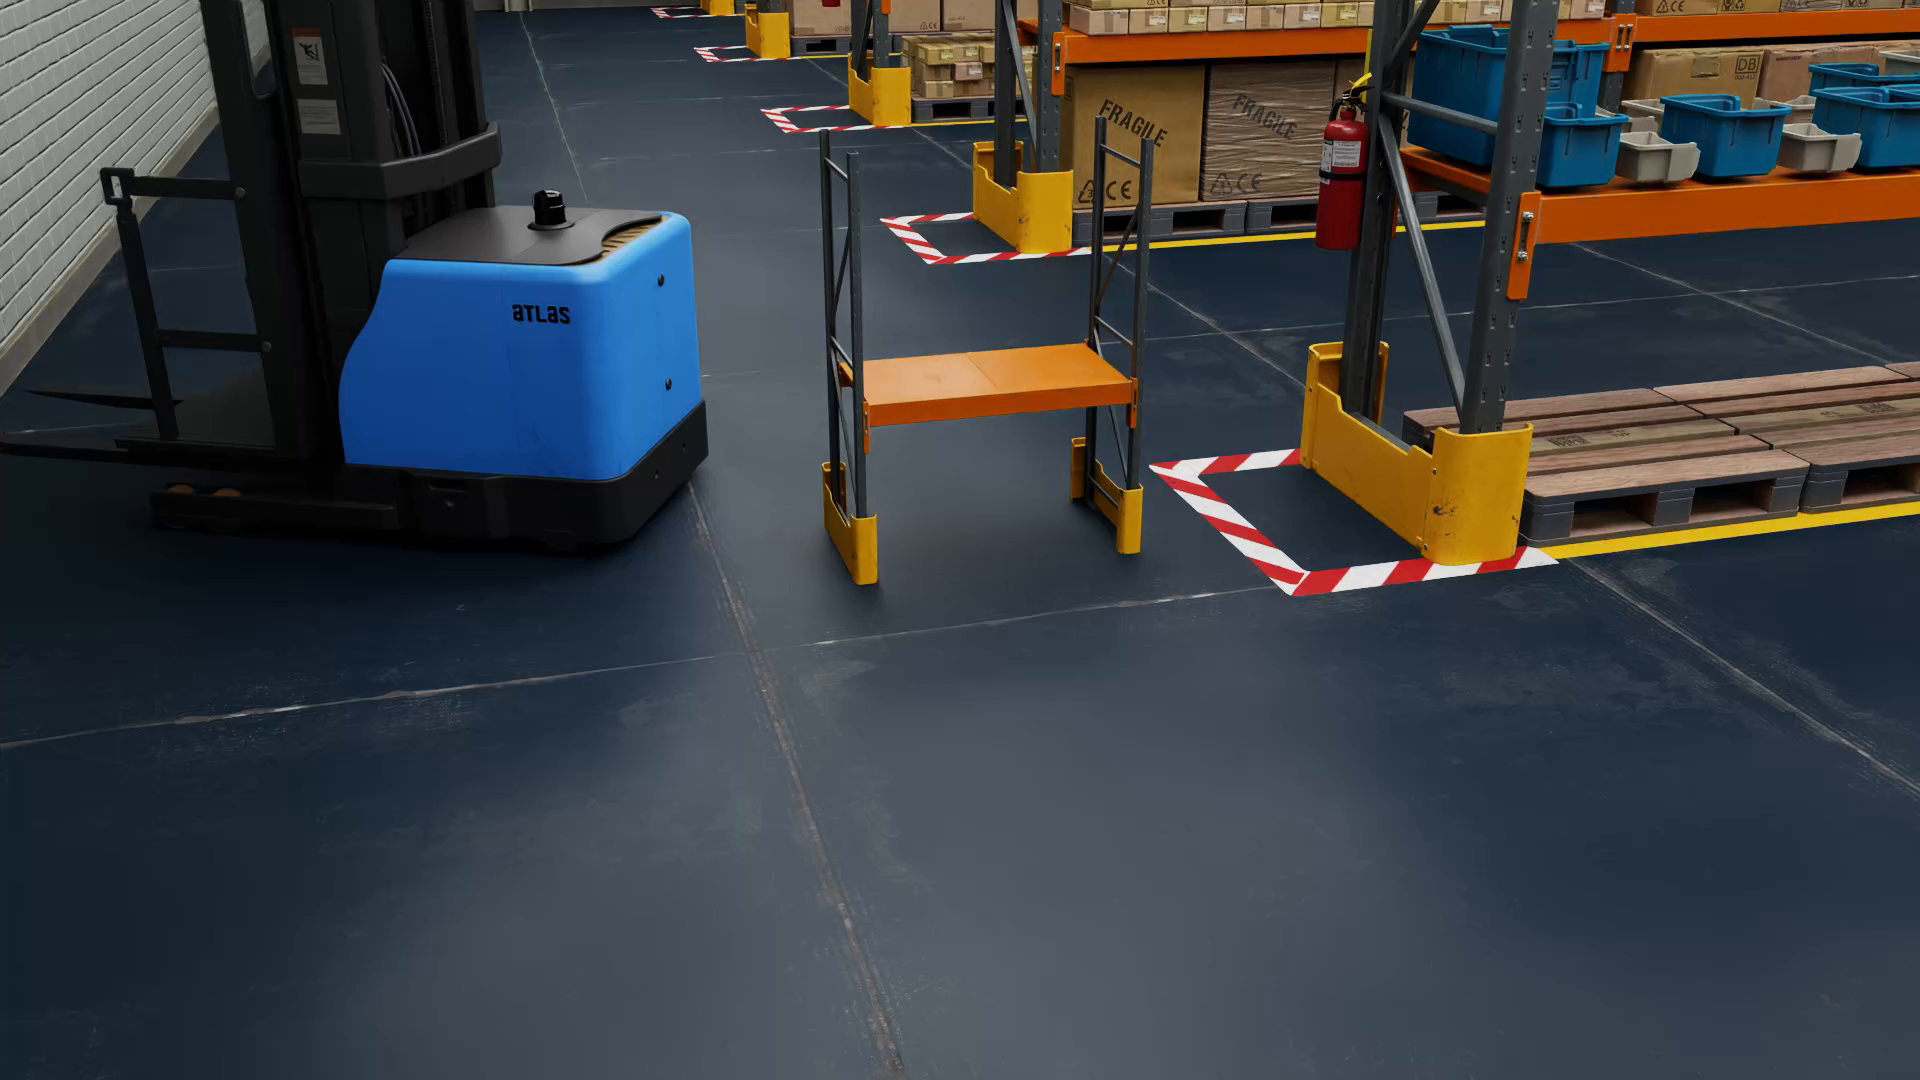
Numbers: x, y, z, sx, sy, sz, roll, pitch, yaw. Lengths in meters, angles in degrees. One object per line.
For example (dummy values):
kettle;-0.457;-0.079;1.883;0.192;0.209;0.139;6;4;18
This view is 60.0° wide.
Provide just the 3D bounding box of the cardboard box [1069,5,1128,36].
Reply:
cardboard box;0.852;-3.203;10.229;0.250;0.149;0.380;-6;24;-14

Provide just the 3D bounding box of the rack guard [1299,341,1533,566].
rack guard;1.739;-0.369;6.476;0.348;0.500;1.175;-6;24;-14

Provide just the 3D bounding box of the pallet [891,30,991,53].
pallet;-0.335;-6.130;20.269;1.213;0.211;1.003;-6;24;-14

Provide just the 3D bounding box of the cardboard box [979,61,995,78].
cardboard box;0.243;-4.345;15.278;0.250;0.149;0.380;-6;24;-14

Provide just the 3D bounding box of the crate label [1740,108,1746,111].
crate label;3.040;-1.652;6.554;0.243;0.136;0.396;-6;24;-14

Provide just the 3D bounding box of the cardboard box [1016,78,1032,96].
cardboard box;0.512;-4.190;15.295;0.250;0.149;0.380;-6;24;-14

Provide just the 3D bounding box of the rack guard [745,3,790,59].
rack guard;-2.279;-6.017;19.639;0.348;0.500;1.175;-6;24;-14

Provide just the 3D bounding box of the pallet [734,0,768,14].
pallet;-2.760;-7.864;24.310;1.213;0.211;1.003;-6;24;-14

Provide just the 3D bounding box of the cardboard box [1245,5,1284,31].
cardboard box;1.841;-3.313;10.486;0.250;0.149;0.380;-7;24;-15

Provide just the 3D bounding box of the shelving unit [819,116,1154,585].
shelving unit;0.073;-0.697;5.973;1.083;1.500;0.587;-6;24;-14

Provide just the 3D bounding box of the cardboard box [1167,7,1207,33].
cardboard box;1.345;-3.258;10.358;0.250;0.149;0.380;-7;24;-16

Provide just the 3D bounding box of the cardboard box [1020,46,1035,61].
cardboard box;0.501;-4.494;15.247;0.250;0.149;0.380;-8;24;-17

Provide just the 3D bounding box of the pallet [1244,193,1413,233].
pallet;2.342;-2.368;11.500;1.213;0.211;1.003;-6;24;-14

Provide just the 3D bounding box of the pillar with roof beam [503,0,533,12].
pillar with roof beam;-5.277;-10.230;18.679;0.400;9.000;9.100;-6;24;-14

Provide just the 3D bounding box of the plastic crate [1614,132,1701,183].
plastic crate;2.417;-1.336;5.817;0.298;0.136;0.250;-6;24;-14

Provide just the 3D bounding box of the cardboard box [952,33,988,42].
cardboard box;0.092;-4.689;15.703;0.250;0.149;0.380;-7;24;-16

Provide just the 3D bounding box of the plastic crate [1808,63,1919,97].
plastic crate;3.667;-1.792;6.759;0.300;0.233;0.416;-6;24;-14

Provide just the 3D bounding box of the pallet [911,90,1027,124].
pallet;0.043;-4.099;15.536;1.213;0.211;1.003;-6;24;-14

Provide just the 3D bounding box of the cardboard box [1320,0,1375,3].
cardboard box;2.440;-3.590;10.625;0.500;0.250;0.500;-7;24;-15

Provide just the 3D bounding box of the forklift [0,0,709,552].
forklift;-2.610;-1.573;6.200;3.031;2.935;1.130;4;24;10

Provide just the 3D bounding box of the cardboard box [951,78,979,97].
cardboard box;-0.001;-4.176;15.261;0.250;0.149;0.380;-6;24;-15

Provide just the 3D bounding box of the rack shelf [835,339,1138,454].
rack shelf;0.082;-0.533;6.046;1.000;0.185;0.538;-6;24;-14

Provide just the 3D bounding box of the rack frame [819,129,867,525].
rack frame;-0.407;-0.644;5.849;0.032;1.500;0.500;-6;24;-14

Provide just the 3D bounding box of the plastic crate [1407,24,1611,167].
plastic crate;2.031;-1.676;6.230;0.499;0.435;0.616;-6;24;-14

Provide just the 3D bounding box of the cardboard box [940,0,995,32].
cardboard box;0.100;-6.488;20.284;0.875;0.438;0.875;-7;24;-16

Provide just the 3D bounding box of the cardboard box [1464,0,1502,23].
cardboard box;3.325;-3.477;10.869;0.250;0.149;0.380;-6;24;-13

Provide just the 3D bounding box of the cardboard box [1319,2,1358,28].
cardboard box;2.333;-3.367;10.612;0.250;0.149;0.380;-7;24;-16

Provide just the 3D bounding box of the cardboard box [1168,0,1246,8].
cardboard box;1.455;-3.480;10.369;0.500;0.250;0.500;-7;24;-15

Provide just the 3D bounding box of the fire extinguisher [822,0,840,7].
fire extinguisher;-1.189;-5.241;15.232;0.183;0.674;0.296;-6;24;-14

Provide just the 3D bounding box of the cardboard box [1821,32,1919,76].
cardboard box;6.593;-3.317;12.338;0.875;0.875;1.225;-6;24;-14

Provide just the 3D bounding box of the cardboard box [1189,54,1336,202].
cardboard box;1.892;-2.818;11.175;0.875;0.875;0.875;-6;24;-14

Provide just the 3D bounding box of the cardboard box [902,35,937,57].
cardboard box;-0.380;-4.609;15.515;0.250;0.149;0.380;-6;24;-14

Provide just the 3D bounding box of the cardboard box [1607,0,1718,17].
cardboard box;4.783;-3.832;11.250;0.500;0.500;0.500;-6;24;-14

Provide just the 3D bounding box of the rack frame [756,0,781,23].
rack frame;-2.256;-7.168;19.152;0.127;3.000;1.000;-6;24;-14

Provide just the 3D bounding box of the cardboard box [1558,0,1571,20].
cardboard box;3.819;-3.532;10.996;0.250;0.149;0.380;-6;24;-13

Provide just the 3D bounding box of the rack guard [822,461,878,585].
rack guard;-0.406;-0.070;6.096;0.087;0.250;0.587;-6;24;-14

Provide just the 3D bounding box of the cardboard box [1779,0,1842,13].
cardboard box;5.748;-3.939;11.499;0.500;0.500;0.500;-7;24;-16

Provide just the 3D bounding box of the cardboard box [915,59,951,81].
cardboard box;-0.248;-4.278;15.121;0.250;0.149;0.380;-5;24;-12

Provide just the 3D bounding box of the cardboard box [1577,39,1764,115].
cardboard box;4.883;-3.124;11.889;0.875;0.875;1.225;-6;24;-14

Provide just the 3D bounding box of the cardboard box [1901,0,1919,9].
cardboard box;6.735;-4.050;11.757;0.500;0.500;0.500;-7;24;-16

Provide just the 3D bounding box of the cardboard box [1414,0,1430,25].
cardboard box;2.830;-3.423;10.741;0.250;0.149;0.380;-7;24;-15

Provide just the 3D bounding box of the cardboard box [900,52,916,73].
cardboard box;-0.390;-4.484;15.601;0.250;0.149;0.380;-7;24;-16

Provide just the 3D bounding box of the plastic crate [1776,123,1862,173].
plastic crate;3.070;-1.408;5.986;0.298;0.136;0.250;-6;24;-14

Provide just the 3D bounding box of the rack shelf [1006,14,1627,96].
rack shelf;2.347;-3.288;11.022;4.000;0.370;1.077;-6;24;-14

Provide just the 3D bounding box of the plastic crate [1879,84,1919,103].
plastic crate;3.642;-1.550;6.193;0.300;0.233;0.416;-6;24;-14

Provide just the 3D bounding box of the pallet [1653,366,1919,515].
pallet;3.736;-0.446;7.021;1.213;0.211;1.003;-6;24;-14

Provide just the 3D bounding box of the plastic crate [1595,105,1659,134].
plastic crate;2.495;-1.587;6.404;0.243;0.136;0.396;-6;24;-14

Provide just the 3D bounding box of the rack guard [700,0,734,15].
rack guard;-3.527;-7.912;24.055;0.348;0.500;1.175;-6;24;-14

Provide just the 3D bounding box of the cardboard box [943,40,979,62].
cardboard box;0.008;-4.458;15.163;0.250;0.149;0.380;-6;24;-13

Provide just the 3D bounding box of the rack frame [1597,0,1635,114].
rack frame;4.272;-3.832;11.376;0.127;3.000;1.000;-6;24;-14

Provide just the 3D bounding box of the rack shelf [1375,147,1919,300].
rack shelf;3.685;-1.408;6.639;4.000;0.370;1.077;-6;24;-14

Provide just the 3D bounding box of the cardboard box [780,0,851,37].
cardboard box;-1.648;-6.292;19.827;0.875;0.438;0.875;-7;24;-16

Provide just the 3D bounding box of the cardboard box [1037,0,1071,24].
cardboard box;0.675;-3.453;10.813;0.250;0.149;0.380;-6;24;-13
